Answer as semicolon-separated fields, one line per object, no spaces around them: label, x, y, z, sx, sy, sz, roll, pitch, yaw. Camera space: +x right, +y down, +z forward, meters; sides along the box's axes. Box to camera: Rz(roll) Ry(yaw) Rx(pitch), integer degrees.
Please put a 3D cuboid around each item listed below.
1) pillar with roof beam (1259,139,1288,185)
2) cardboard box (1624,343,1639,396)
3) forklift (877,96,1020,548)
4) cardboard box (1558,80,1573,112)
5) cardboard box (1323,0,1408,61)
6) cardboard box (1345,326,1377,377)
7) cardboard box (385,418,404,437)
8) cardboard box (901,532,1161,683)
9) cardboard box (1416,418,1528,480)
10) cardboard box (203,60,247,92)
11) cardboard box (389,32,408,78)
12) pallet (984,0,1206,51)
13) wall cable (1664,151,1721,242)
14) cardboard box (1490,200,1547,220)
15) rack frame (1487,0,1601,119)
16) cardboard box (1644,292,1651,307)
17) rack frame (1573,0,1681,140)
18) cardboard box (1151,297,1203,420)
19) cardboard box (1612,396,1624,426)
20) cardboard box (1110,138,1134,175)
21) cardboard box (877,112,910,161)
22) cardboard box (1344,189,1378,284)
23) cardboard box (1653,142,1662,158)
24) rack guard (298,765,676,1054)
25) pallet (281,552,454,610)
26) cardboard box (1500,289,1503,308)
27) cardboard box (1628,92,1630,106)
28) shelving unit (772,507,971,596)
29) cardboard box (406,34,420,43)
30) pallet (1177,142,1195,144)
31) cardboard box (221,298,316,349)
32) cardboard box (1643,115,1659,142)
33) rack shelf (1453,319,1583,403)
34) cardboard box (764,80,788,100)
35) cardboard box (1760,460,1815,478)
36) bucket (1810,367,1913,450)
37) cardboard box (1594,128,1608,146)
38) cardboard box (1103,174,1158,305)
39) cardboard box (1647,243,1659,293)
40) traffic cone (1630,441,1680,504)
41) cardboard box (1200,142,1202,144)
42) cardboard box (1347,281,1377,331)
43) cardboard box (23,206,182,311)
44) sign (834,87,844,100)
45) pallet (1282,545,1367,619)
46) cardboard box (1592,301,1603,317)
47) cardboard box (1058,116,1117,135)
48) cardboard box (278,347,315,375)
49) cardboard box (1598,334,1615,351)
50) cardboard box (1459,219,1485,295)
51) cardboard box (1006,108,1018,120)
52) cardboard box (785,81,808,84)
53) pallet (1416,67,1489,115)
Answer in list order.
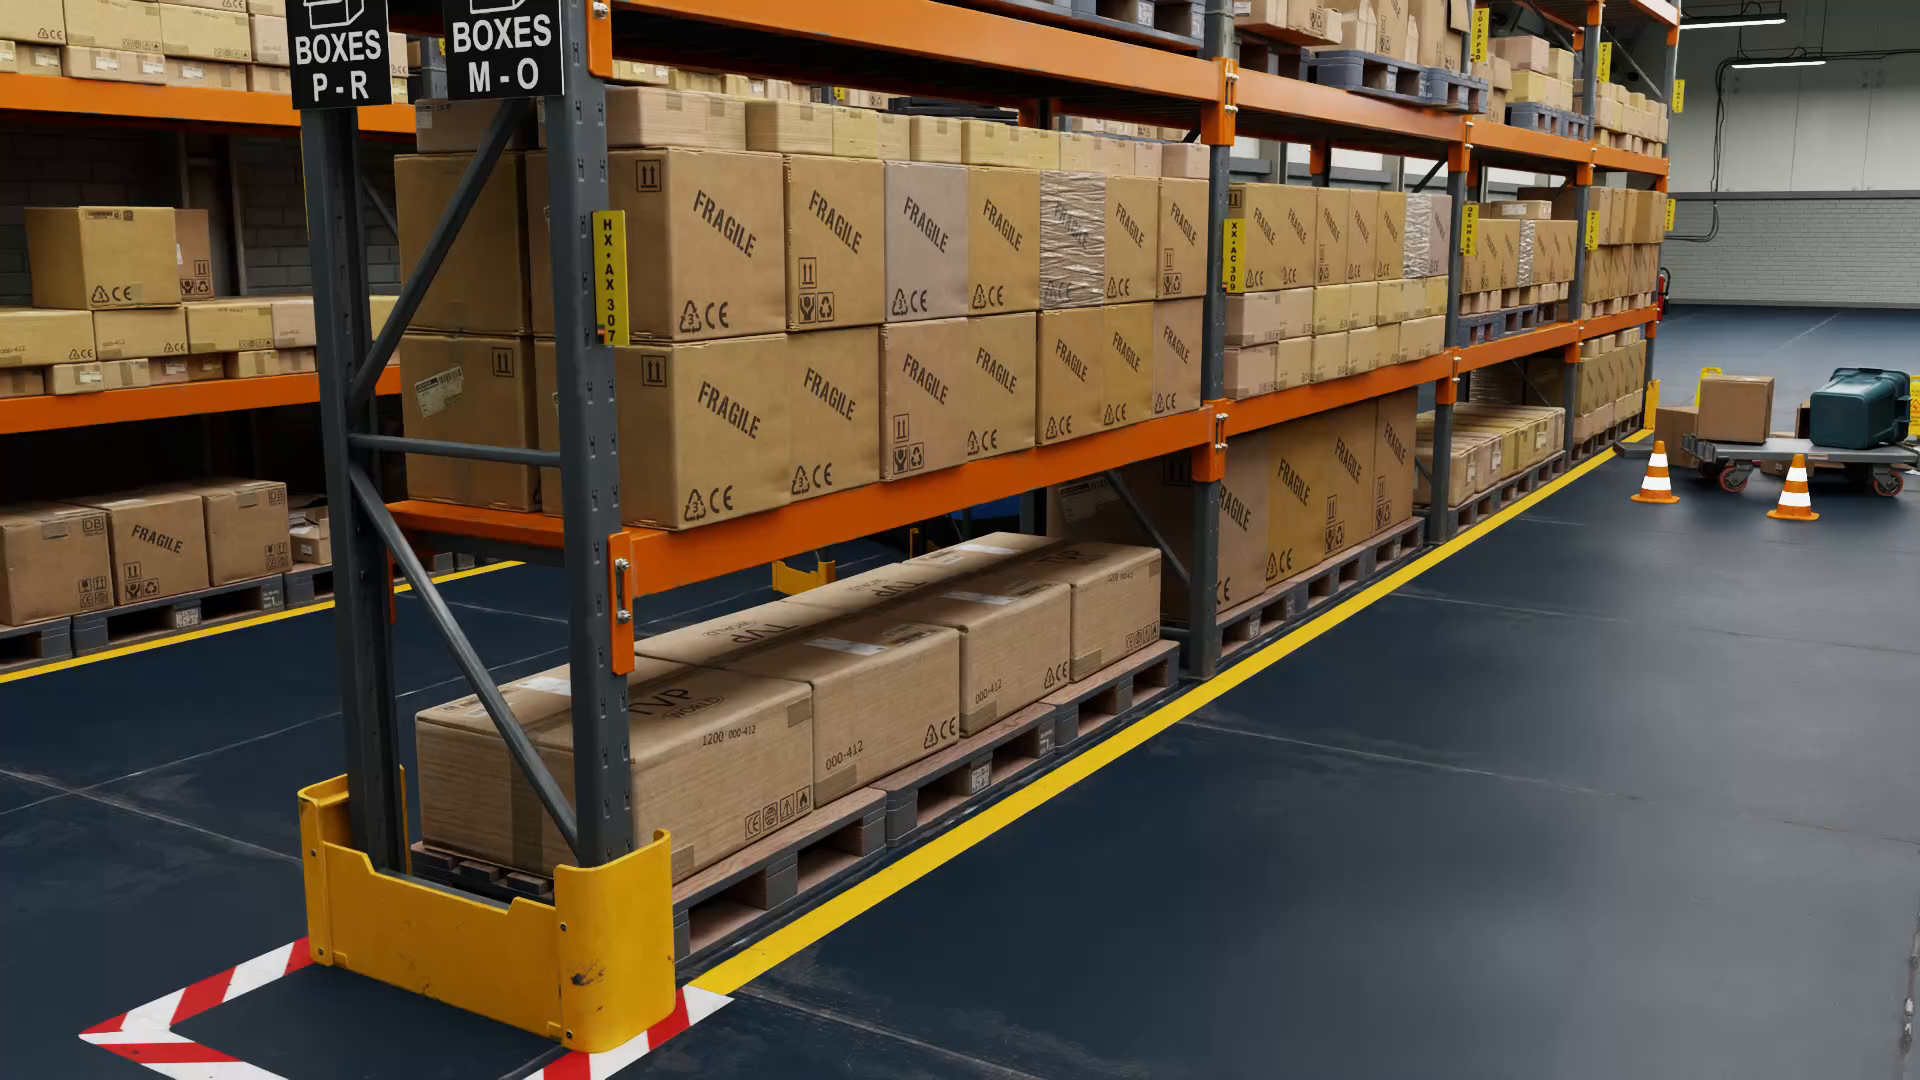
pillar with roof beam;8.398;-6.679;22.589;9.100;9.000;0.400;6;12;31
cardboard box;6.519;-1.738;16.791;0.500;0.500;0.500;7;13;33
forklift;-0.313;-1.540;11.630;1.130;2.935;3.031;-6;12;-30
cardboard box;4.724;-3.620;13.666;0.500;0.250;0.500;6;12;30
cardboard box;2.160;-2.914;9.219;0.500;0.500;0.500;7;12;31
cardboard box;2.019;-1.069;9.333;0.500;0.250;0.500;6;12;30
cardboard box;-3.550;-0.716;10.929;0.380;0.149;0.250;6;12;28
cardboard box;0.332;0.281;7.536;0.875;0.438;0.875;6;12;30
cardboard box;3.903;-0.727;13.102;0.950;0.372;0.625;7;13;33
cardboard box;-4.000;-2.443;8.797;0.380;0.149;0.250;7;13;33
cardboard box;-3.531;-2.781;9.518;0.500;0.250;0.500;6;12;31
pallet;0.316;-2.163;6.861;1.003;0.211;1.213;6;12;31
wall cable;19.839;-9.675;47.033;3.097;2.526;0.112;6;12;31
cardboard box;4.388;-2.590;13.066;0.380;0.149;0.250;6;12;28
rack frame;4.903;-5.067;13.980;1.000;3.000;0.127;6;12;31
cardboard box;6.932;-2.494;17.222;0.380;0.149;0.250;6;12;30
rack frame;6.980;-5.696;17.340;1.000;3.000;0.127;6;12;31
cardboard box;0.728;-0.812;7.282;0.500;0.500;0.500;7;12;31
cardboard box;6.248;-1.286;16.417;0.500;0.250;0.500;6;12;29
cardboard box;0.495;-1.571;6.859;0.380;0.149;0.250;6;12;31
cardboard box;-0.385;-1.287;5.341;0.380;0.149;0.250;7;12;31
cardboard box;1.990;-1.686;9.232;0.500;0.500;0.500;6;12;30
cardboard box;6.933;-3.973;16.971;0.380;0.149;0.250;6;12;31
rack guard;-1.339;1.001;4.661;1.175;0.500;0.348;6;12;31
pallet;-3.852;0.145;10.021;1.003;0.211;1.213;6;12;31
cardboard box;3.843;-1.820;12.481;0.380;0.149;0.250;7;13;33
cardboard box;6.082;-4.132;15.652;0.380;0.149;0.250;7;13;32
shelving unit;-0.508;-0.465;9.775;1.083;1.500;0.587;-8;13;-36
cardboard box;-3.438;-3.145;10.324;0.380;0.149;0.250;6;12;30
pallet;2.347;-4.543;19.573;1.003;0.211;1.213;6;12;31
cardboard box;-3.798;-1.223;9.347;0.500;0.250;0.500;6;12;31
cardboard box;6.671;-4.110;16.620;0.500;0.250;0.500;6;12;30
rack shelf;3.865;-1.450;12.918;1.077;0.370;4.000;6;12;31
cardboard box;-1.547;-3.442;12.774;0.380;0.149;0.250;6;12;29
cardboard box;7.161;-0.697;14.373;0.258;0.266;0.396;-2;11;-9
bucket;7.287;-1.041;13.543;0.620;0.611;0.726;-20;21;-35
cardboard box;5.461;-3.530;14.606;0.380;0.149;0.250;6;12;31
cardboard box;0.471;-1.221;6.751;0.500;0.500;0.500;6;12;30
cardboard box;6.934;-2.831;17.259;0.500;0.500;0.500;6;12;30
traffic cone;5.456;-0.543;13.009;0.336;0.463;0.334;6;12;31
cardboard box;2.714;-4.907;19.593;0.500;0.500;0.500;7;13;33
cardboard box;2.012;-1.316;9.293;0.500;0.250;0.500;6;12;29
cardboard box;-4.327;-1.427;8.402;0.500;0.500;0.500;7;13;32
sign;-0.955;-3.639;13.099;0.100;0.325;0.005;6;12;31
pallet;1.719;0.189;9.783;1.003;0.211;1.213;6;12;31
cardboard box;5.698;-2.139;15.323;0.380;0.149;0.250;7;13;32
cardboard box;1.299;-4.386;17.321;0.500;0.311;0.500;7;13;32
cardboard box;-3.834;-1.011;9.300;0.380;0.149;0.250;7;13;32
cardboard box;5.959;-1.865;15.710;0.380;0.149;0.250;7;13;34
cardboard box;3.258;-1.940;11.356;0.500;0.500;0.500;6;12;29
cardboard box;0.348;-3.996;15.682;0.380;0.149;0.250;6;12;31
cardboard box;-1.343;-3.623;12.935;0.380;0.149;0.250;7;13;33
pallet;2.538;-2.764;10.345;1.213;0.211;1.003;7;13;33
